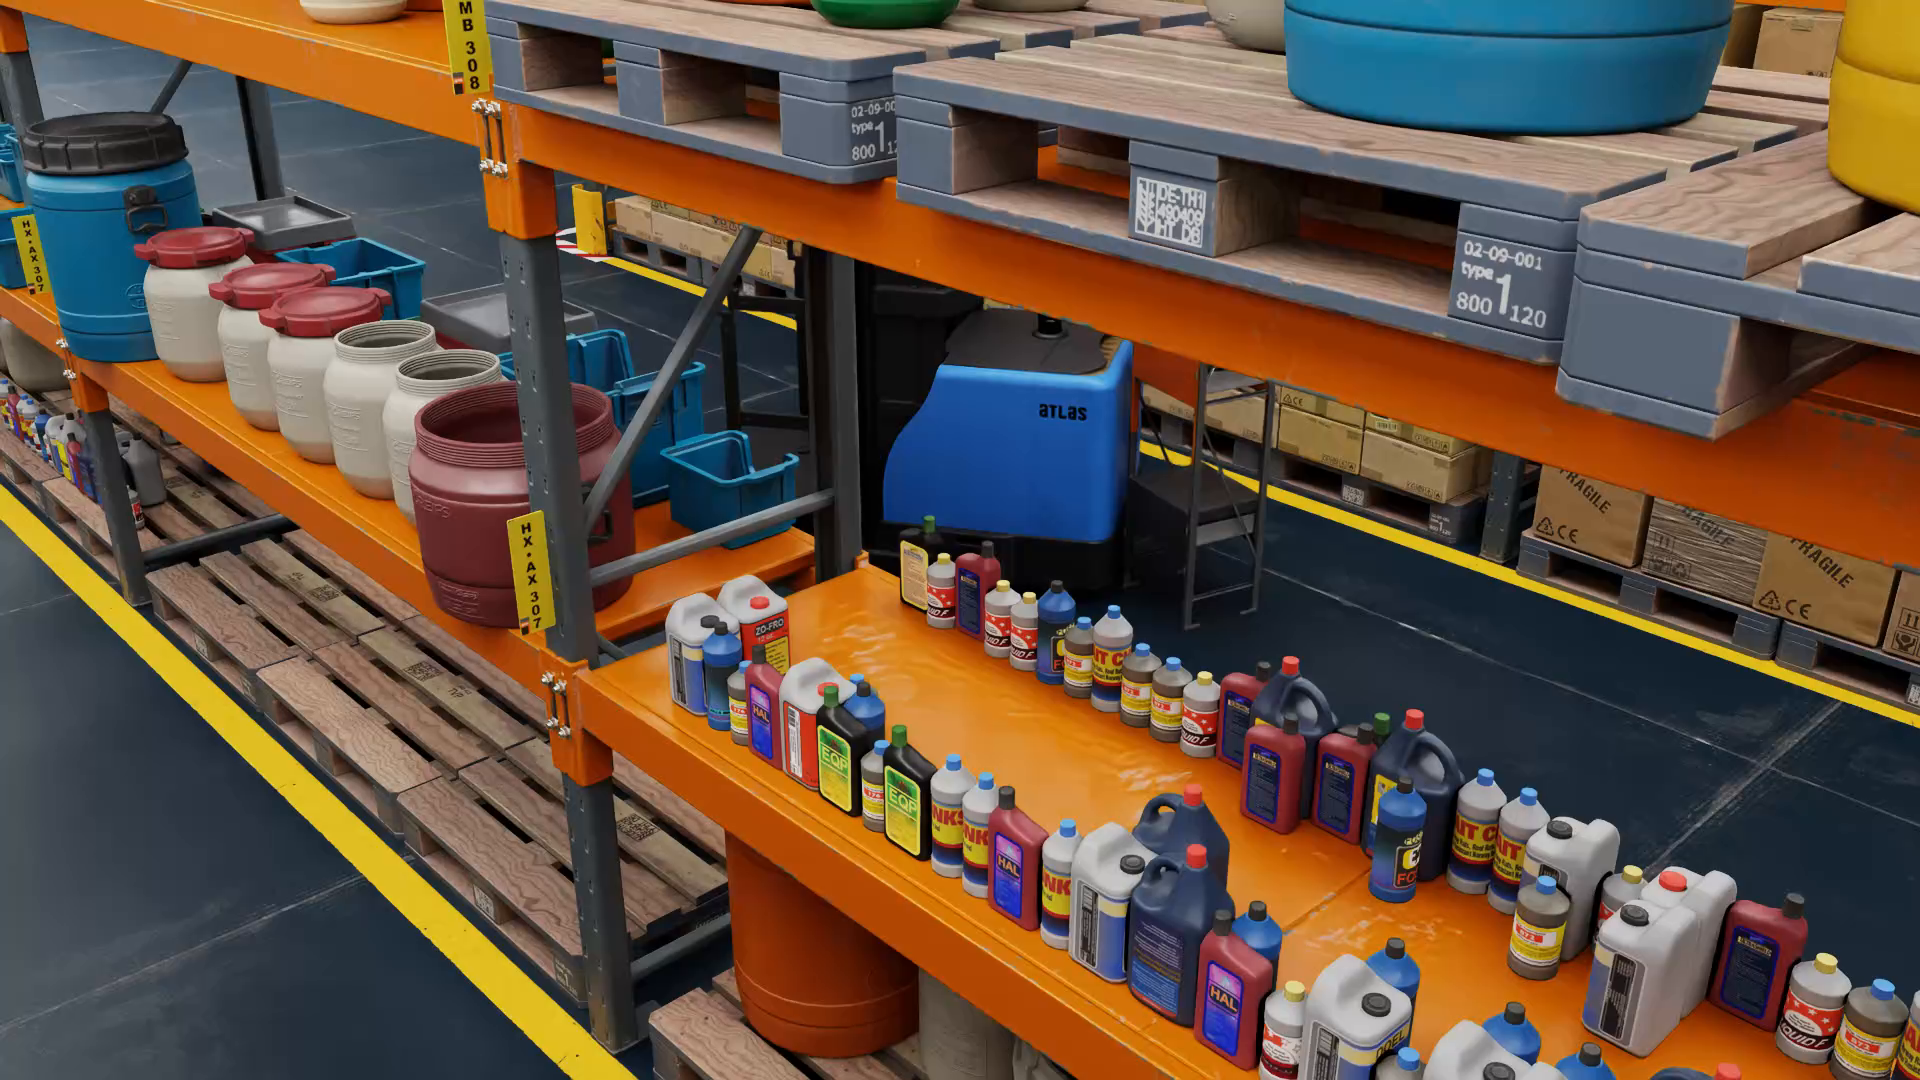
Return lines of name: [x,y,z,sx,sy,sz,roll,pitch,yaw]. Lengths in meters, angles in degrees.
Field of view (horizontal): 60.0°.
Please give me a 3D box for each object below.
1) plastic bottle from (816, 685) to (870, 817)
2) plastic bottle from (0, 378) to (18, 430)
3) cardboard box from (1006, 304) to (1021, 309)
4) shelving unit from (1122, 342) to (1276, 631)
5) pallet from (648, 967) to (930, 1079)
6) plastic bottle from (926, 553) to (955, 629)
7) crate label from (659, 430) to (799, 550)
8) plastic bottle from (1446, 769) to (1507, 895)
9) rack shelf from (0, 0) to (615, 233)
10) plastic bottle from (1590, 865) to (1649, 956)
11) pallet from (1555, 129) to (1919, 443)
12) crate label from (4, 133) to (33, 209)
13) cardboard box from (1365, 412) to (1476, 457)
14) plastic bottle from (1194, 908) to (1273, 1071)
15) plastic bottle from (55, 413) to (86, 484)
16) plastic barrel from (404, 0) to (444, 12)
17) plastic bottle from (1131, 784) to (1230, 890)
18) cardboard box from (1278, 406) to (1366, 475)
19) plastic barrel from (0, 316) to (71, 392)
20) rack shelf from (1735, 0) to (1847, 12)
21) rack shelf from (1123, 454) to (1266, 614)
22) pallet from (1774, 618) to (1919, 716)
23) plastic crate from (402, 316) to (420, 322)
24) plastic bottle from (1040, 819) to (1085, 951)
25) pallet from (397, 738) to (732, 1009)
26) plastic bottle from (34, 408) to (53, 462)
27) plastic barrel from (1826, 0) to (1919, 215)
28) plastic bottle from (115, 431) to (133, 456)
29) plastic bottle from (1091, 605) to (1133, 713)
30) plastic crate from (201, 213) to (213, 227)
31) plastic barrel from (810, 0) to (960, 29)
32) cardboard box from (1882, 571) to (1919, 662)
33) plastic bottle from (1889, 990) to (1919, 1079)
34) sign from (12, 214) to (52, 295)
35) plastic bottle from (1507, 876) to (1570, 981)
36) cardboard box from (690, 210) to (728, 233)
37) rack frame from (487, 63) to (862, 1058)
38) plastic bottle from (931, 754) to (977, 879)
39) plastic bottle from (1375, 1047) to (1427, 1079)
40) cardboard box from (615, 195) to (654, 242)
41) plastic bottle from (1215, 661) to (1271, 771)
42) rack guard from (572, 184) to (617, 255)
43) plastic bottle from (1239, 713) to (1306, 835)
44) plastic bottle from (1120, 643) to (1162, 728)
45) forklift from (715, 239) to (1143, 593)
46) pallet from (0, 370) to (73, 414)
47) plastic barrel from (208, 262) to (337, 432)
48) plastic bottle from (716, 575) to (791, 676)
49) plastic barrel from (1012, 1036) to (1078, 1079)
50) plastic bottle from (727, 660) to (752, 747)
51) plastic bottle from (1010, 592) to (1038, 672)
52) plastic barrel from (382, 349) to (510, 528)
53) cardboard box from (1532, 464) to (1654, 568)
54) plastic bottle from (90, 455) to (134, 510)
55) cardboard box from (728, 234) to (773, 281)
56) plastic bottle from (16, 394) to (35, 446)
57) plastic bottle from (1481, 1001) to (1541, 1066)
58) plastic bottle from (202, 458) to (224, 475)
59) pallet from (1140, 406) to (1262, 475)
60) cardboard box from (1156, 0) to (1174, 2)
plastic bottle: [-0.263,0.472,3.742,0.061,0.283,0.133,-21,32,-38]
plastic bottle: [-5.154,-0.742,9.020,0.097,0.271,0.097,0,25,0]
cardboard box: [0.626,-1.460,9.967,0.500,0.311,0.500,-22,32,-39]
shelving unit: [1.053,-0.685,7.221,0.431,2.100,0.503,-12,27,-25]
pallet: [-0.128,1.498,4.712,1.003,0.211,1.213,-21,32,-38]
plastic bottle: [-0.044,0.135,4.580,0.097,0.201,0.097,0,25,0]
crate label: [-0.712,-0.155,5.178,0.303,0.233,0.416,-21,32,-38]
plastic bottle: [1.081,0.601,3.473,0.097,0.271,0.097,0,25,0]
rack shelf: [-2.064,-1.641,5.485,1.077,0.370,4.000,-21,32,-38]
plastic bottle: [1.306,0.733,3.268,0.097,0.201,0.097,0,25,0]
pallet: [1.430,-0.274,1.850,1.213,0.211,1.003,-21,32,-38]
crate label: [-4.710,-1.956,8.882,0.502,0.435,0.616,-21,32,-38]
cardboard box: [2.383,-0.686,8.270,0.500,0.311,0.500,-20,31,-37]
plastic bottle: [0.495,0.808,3.005,0.061,0.283,0.133,-21,32,-38]
plastic bottle: [-4.434,-0.474,8.336,0.144,0.351,0.185,-21,32,-39]
plastic barrel: [-1.547,-2.066,5.033,0.600,0.830,0.708,-21,32,-38]
plastic bottle: [0.436,0.634,3.307,0.144,0.351,0.185,-21,32,-38]
cardboard box: [2.028,-0.587,8.730,0.500,0.250,0.500,-22,32,-39]
plastic barrel: [-5.317,-1.151,9.650,0.421,0.512,0.421,0,25,0]
rack shelf: [4.288,-1.833,5.907,1.077,0.370,4.000,-21,32,-38]
rack shelf: [1.053,-0.036,7.517,0.431,0.518,0.480,-12,27,-25]
pallet: [4.233,0.474,6.958,1.003,0.211,1.213,-21,32,-38]
plastic crate: [-2.035,-0.665,6.350,0.450,0.188,0.662,-21,32,-38]
plastic bottle: [0.211,0.677,3.308,0.097,0.271,0.097,0,25,0]
pallet: [-1.198,1.025,5.748,1.003,0.211,1.213,-21,32,-38]
plastic bottle: [-4.712,-0.547,8.592,0.097,0.271,0.097,0,25,0]
plastic barrel: [1.265,-0.646,1.705,0.600,0.588,0.600,0,25,0]
plastic bottle: [-4.122,-0.391,8.246,0.152,0.276,0.135,-21,32,-38]
plastic bottle: [0.380,0.291,4.154,0.097,0.271,0.097,0,25,0]
plastic crate: [-3.696,-1.376,7.727,0.767,0.338,0.504,-21,32,-38]
plastic barrel: [-0.141,-1.096,3.106,0.294,0.245,0.294,0,25,0]
cardboard box: [4.085,0.222,6.632,0.500,0.500,0.500,22,33,40]
plastic bottle: [1.689,0.871,2.882,0.097,0.271,0.097,0,25,0]
sign: [-3.840,-1.183,6.895,0.100,0.325,0.005,-21,32,-38]
plastic bottle: [1.129,0.747,3.239,0.097,0.201,0.097,0,25,0]
cardboard box: [-1.649,-2.582,12.200,0.500,0.500,0.500,-21,32,-38]
rack frame: [-0.697,0.003,4.630,1.000,3.000,0.127,-21,32,-38]
plastic bottle: [-0.013,0.577,3.526,0.097,0.271,0.097,0,25,0]
plastic bottle: [0.746,0.945,2.803,0.097,0.201,0.097,0,25,0]
cardboard box: [-2.343,-2.540,13.010,0.500,0.250,0.500,-21,32,-38]
plastic bottle: [0.672,0.403,3.892,0.061,0.283,0.133,-21,32,-38]
rack guard: [-2.563,-2.695,13.556,1.175,0.500,0.348,-21,32,-38]
plastic bottle: [0.693,0.500,3.680,0.061,0.283,0.133,-21,32,-38]
plastic bottle: [0.447,0.352,4.104,0.097,0.201,0.097,0,25,0]
forklift: [-0.669,-1.392,7.769,3.031,2.935,1.130,6,25,13]
pallet: [-5.528,-0.895,9.958,1.003,0.211,1.213,-21,32,-38]
plastic barrel: [-2.436,-0.697,6.000,0.433,0.535,0.433,0,25,0]
plastic bottle: [-0.526,0.239,4.262,0.152,0.276,0.135,-21,32,-38]
plastic barrel: [0.421,1.394,3.979,0.600,0.588,0.708,-21,32,-38]
plastic bottle: [-0.512,0.388,4.025,0.097,0.201,0.097,0,25,0]
plastic bottle: [0.180,0.234,4.362,0.097,0.201,0.097,0,25,0]
plastic barrel: [-1.556,-0.299,5.158,0.421,0.512,0.421,0,25,0]
cardboard box: [3.023,-0.245,7.656,0.500,0.500,0.500,-20,31,-36]
plastic bottle: [-4.082,-0.318,7.994,0.144,0.351,0.185,-22,33,-40]
cardboard box: [-1.319,-2.085,12.013,0.500,0.250,0.500,-21,32,-38]
plastic bottle: [-4.919,-0.639,8.793,0.097,0.271,0.097,0,25,0]
plastic bottle: [0.923,0.900,2.818,0.097,0.271,0.097,0,25,0]
plastic bottle: [-3.785,-0.526,8.450,0.144,0.351,0.185,-21,32,-38]
pallet: [1.557,-0.763,9.668,1.003,0.211,1.213,-21,32,-38]
cardboard box: [1.852,-4.973,14.790,0.500,0.500,0.500,23,33,40]
